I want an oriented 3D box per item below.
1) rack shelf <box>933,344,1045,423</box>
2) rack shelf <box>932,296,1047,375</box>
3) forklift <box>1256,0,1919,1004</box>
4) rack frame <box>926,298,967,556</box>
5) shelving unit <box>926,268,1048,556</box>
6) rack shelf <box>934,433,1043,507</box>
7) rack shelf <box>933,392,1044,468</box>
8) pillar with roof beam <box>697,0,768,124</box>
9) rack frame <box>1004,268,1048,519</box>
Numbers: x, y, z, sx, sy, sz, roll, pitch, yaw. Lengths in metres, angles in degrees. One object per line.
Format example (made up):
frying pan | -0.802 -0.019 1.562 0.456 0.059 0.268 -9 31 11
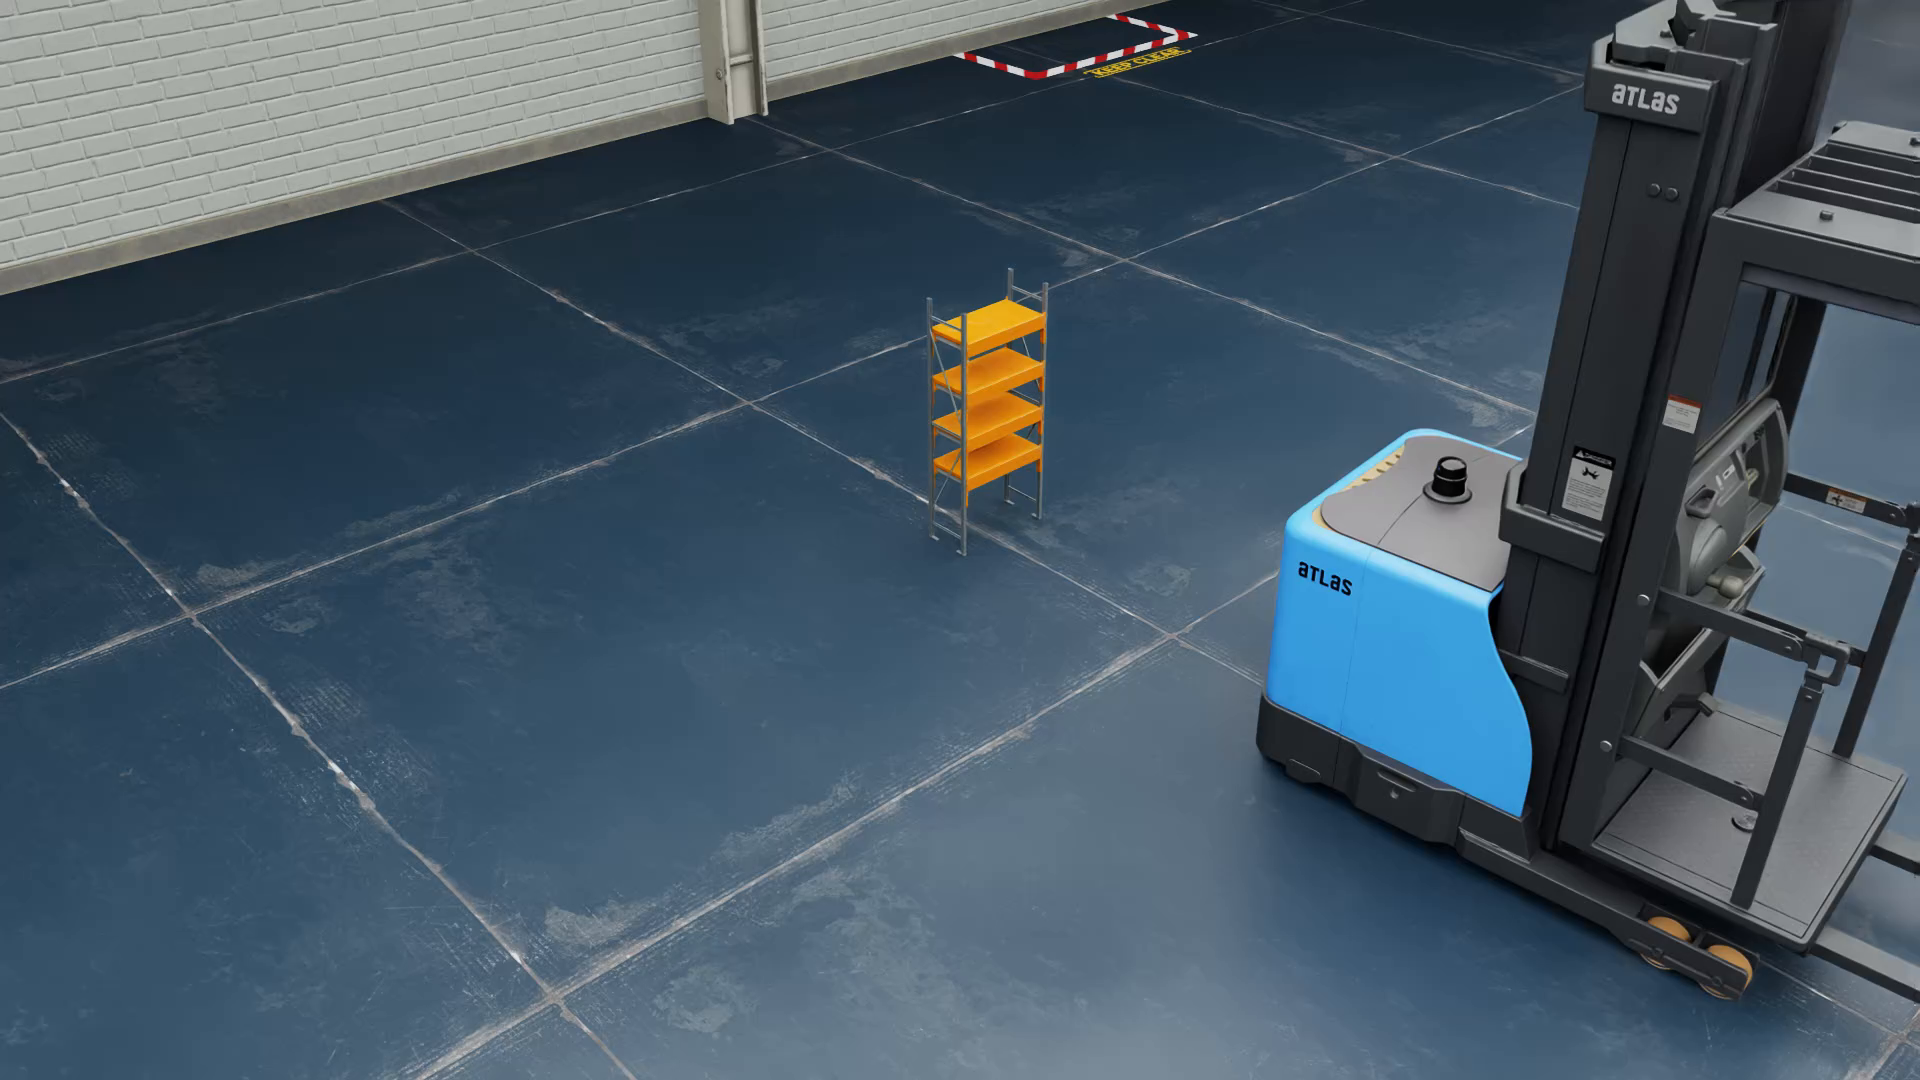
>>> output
rack shelf | 0.121 -0.704 7.451 0.480 0.148 0.258 -26 40 -35
rack shelf | 0.121 -0.906 7.328 0.480 0.148 0.258 -26 40 -35
forklift | 2.569 -0.091 5.089 3.031 2.935 1.130 25 39 34
rack frame | -0.058 -0.484 7.391 0.015 1.200 0.240 -26 40 -35
shelving unit | 0.121 -0.571 7.533 0.503 1.200 0.258 -26 40 -35
rack shelf | 0.121 -0.344 7.672 0.480 0.148 0.258 -26 40 -35
rack shelf | 0.121 -0.513 7.568 0.480 0.148 0.258 -26 40 -35
pillar with roof beam | 1.146 -5.595 8.273 0.400 9.000 9.100 -26 40 -35
rack frame | 0.300 -0.657 7.675 0.015 1.200 0.240 -26 40 -35
